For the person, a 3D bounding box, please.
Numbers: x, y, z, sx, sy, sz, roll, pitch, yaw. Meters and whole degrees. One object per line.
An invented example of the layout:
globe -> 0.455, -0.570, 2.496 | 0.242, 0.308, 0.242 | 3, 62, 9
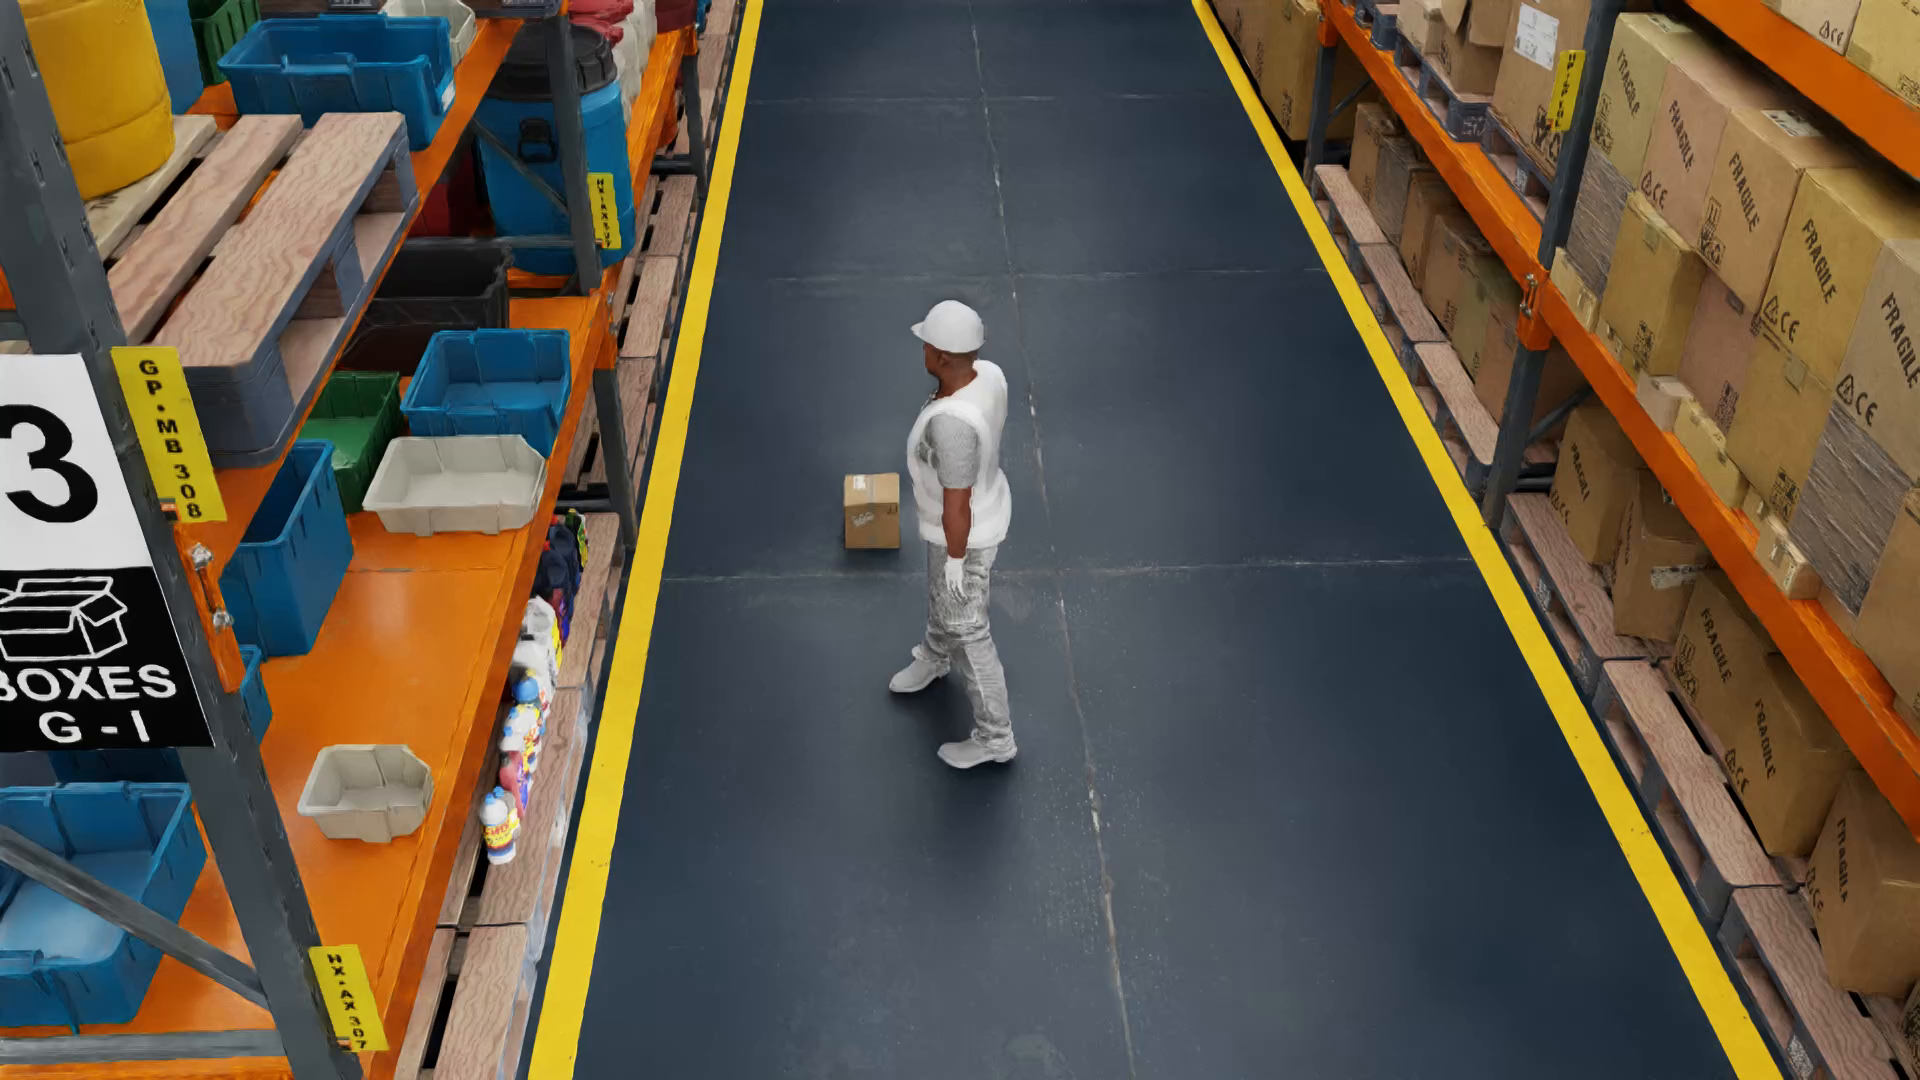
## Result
person -> -0.019, -0.032, 6.172 | 0.568, 1.779, 0.660 | 6, 35, 8
